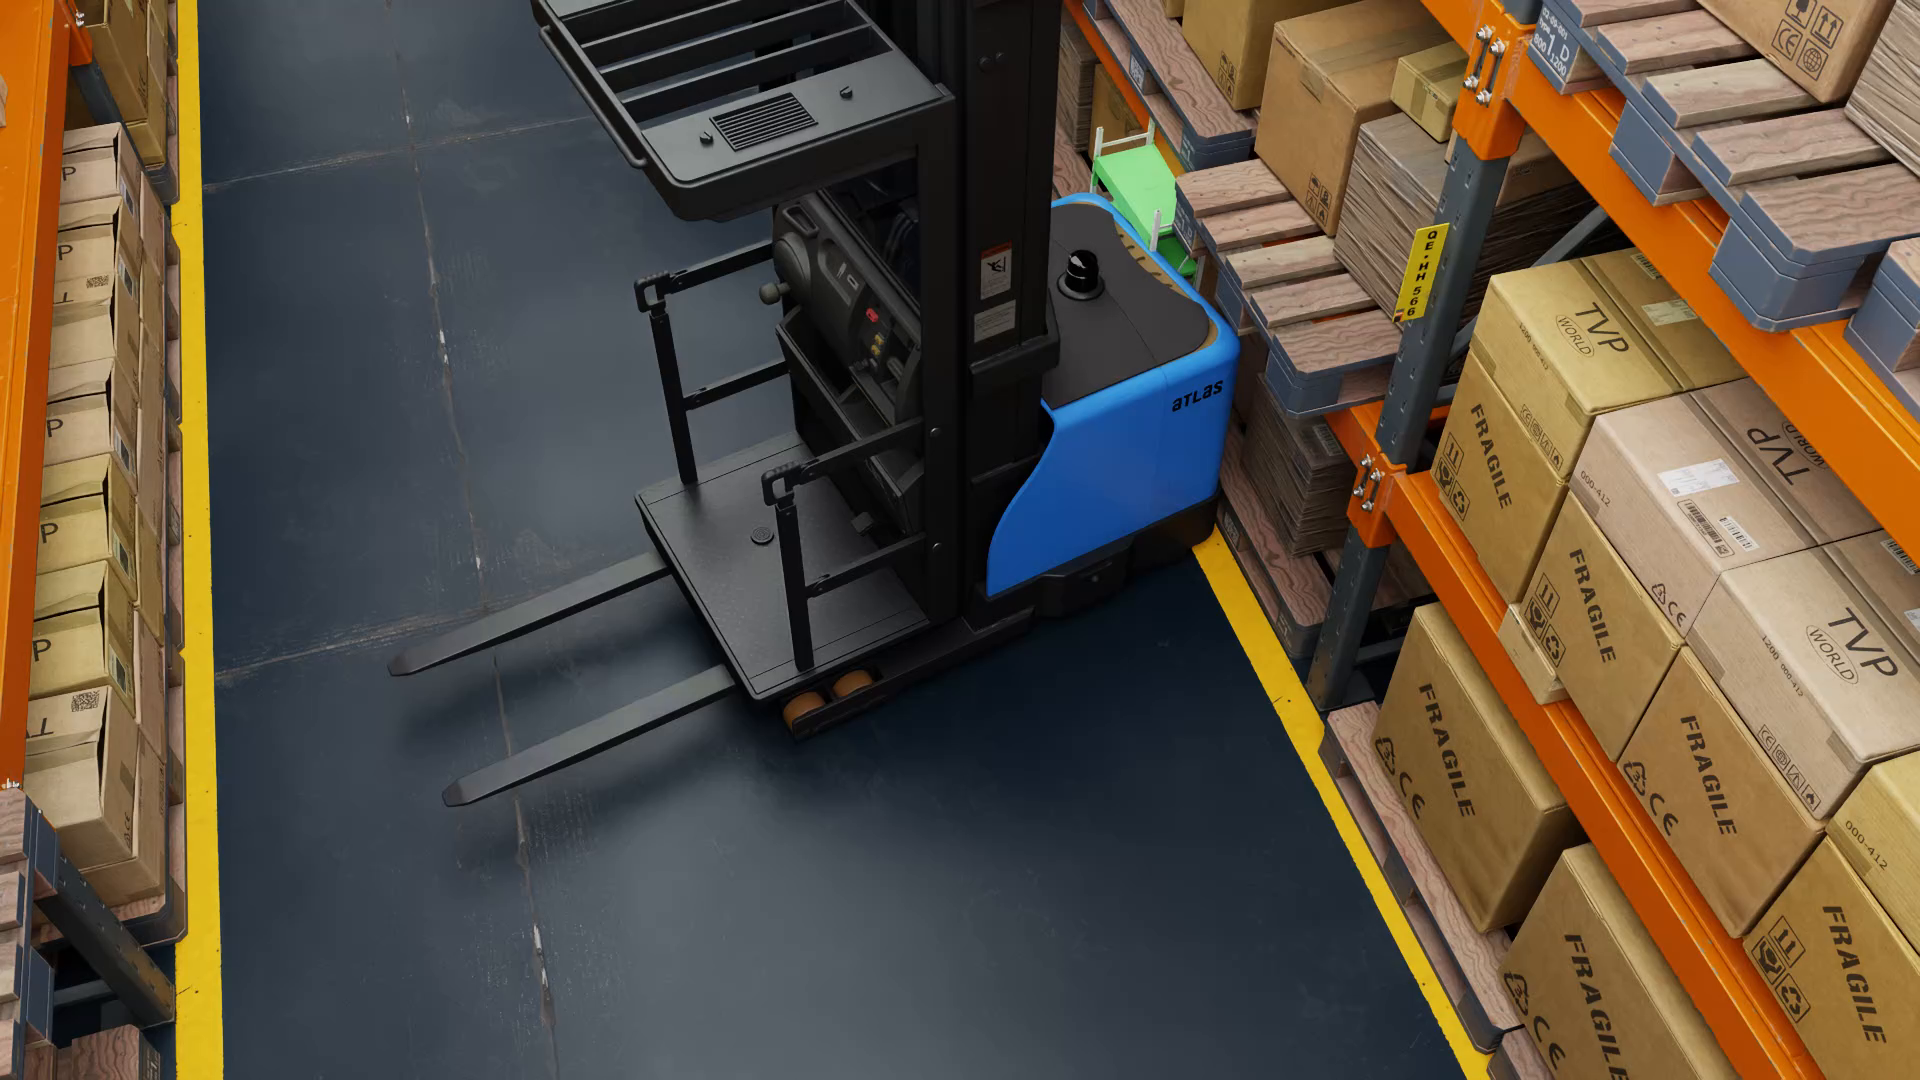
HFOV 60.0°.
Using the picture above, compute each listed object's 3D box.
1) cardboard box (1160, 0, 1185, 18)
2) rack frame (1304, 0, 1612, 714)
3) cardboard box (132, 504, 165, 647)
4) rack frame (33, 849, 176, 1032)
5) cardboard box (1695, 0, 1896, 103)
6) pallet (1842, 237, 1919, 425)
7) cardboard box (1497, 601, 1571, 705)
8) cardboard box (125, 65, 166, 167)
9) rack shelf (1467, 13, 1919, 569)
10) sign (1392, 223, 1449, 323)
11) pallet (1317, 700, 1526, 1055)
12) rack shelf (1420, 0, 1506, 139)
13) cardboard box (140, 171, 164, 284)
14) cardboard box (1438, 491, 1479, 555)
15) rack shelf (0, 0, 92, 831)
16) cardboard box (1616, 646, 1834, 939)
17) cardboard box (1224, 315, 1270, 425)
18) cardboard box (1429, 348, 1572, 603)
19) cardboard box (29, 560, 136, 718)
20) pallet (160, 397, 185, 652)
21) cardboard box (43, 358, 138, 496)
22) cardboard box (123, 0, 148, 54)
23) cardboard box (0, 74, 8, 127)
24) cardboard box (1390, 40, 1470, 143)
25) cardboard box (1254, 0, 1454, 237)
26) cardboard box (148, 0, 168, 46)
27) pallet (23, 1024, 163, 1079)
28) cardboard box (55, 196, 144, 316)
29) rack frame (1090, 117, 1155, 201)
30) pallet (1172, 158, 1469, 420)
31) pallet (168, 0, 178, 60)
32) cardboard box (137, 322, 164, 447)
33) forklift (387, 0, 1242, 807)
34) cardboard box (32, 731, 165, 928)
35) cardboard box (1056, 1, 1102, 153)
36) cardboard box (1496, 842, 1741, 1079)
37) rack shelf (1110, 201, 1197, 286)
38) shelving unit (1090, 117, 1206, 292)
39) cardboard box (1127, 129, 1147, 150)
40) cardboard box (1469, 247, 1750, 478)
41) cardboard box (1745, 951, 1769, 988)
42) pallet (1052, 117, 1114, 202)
[{"bbox_3d":[1.075,-2.330,6.189,0.700,0.500,0.500,-7,50,-6],"label":"cardboard box"},{"bbox_3d":[1.757,-0.498,4.997,1.000,3.000,0.127,-13,51,-11],"label":"rack frame"},{"bbox_3d":[-3.157,0.182,5.948,0.500,0.250,0.500,-15,51,-12],"label":"cardboard box"},{"bbox_3d":[-2.974,0.625,4.051,1.000,3.000,0.127,-13,51,-11],"label":"rack frame"},{"bbox_3d":[1.953,-1.304,3.362,0.700,0.500,0.500,-17,52,-14],"label":"cardboard box"},{"bbox_3d":[2.332,-0.129,2.848,1.003,0.211,1.213,-11,51,-9],"label":"pallet"},{"bbox_3d":[1.697,0.269,4.502,0.380,0.149,0.250,-12,51,-10],"label":"cardboard box"},{"bbox_3d":[-4.004,-1.953,7.748,0.500,0.250,0.500,-13,51,-11],"label":"cardboard box"},{"bbox_3d":[2.349,0.228,2.894,1.077,0.370,4.000,-13,51,-11],"label":"rack shelf"},{"bbox_3d":[1.242,-0.716,4.476,0.100,0.325,0.005,-13,51,-11],"label":"sign"},{"bbox_3d":[1.918,0.994,5.564,1.003,0.211,1.213,-13,51,-11],"label":"pallet"},{"bbox_3d":[1.166,-2.693,5.357,1.077,0.370,4.000,-13,51,-11],"label":"rack shelf"},{"bbox_3d":[-3.757,-1.308,7.204,0.500,0.250,0.500,-14,51,-11],"label":"cardboard box"},{"bbox_3d":[1.633,-0.130,4.839,0.380,0.149,0.250,-14,51,-12],"label":"cardboard box"},{"bbox_3d":[-3.565,-0.604,5.557,1.077,0.370,4.000,-13,51,-11],"label":"rack shelf"},{"bbox_3d":[1.948,0.528,3.860,0.500,0.500,0.500,-14,51,-11],"label":"cardboard box"},{"bbox_3d":[1.453,-0.750,6.557,0.700,0.500,0.500,-13,51,-11],"label":"cardboard box"},{"bbox_3d":[1.656,-0.220,4.490,0.500,0.500,0.500,-12,51,-10],"label":"cardboard box"},{"bbox_3d":[-3.012,0.365,5.427,0.500,0.311,0.500,-14,51,-12],"label":"cardboard box"},{"bbox_3d":[-3.537,0.024,6.381,1.003,0.211,1.213,-13,51,-11],"label":"pallet"},{"bbox_3d":[-3.313,-0.384,6.058,0.500,0.311,0.500,-14,51,-11],"label":"cardboard box"},{"bbox_3d":[-4.150,-2.560,7.769,0.500,0.500,0.500,-13,51,-11],"label":"cardboard box"},{"bbox_3d":[-3.721,-1.652,6.059,0.396,0.266,0.258,-14,51,-12],"label":"cardboard box"},{"bbox_3d":[1.517,-1.358,4.945,0.380,0.149,0.250,-21,53,-17],"label":"cardboard box"},{"bbox_3d":[1.417,-1.415,5.417,0.700,0.500,0.500,-18,52,-14],"label":"cardboard box"},{"bbox_3d":[-4.290,-2.685,8.365,0.500,0.250,0.500,-13,51,-11],"label":"cardboard box"},{"bbox_3d":[-2.789,2.078,4.650,1.003,0.211,1.213,-13,51,-11],"label":"pallet"},{"bbox_3d":[-3.603,-1.117,6.676,0.500,0.311,0.500,-12,51,-10],"label":"cardboard box"},{"bbox_3d":[0.604,-1.184,6.653,0.240,1.200,0.015,-17,54,-15],"label":"rack frame"},{"bbox_3d":[1.445,-0.932,5.489,1.213,0.211,1.003,-13,51,-11],"label":"pallet"},{"bbox_3d":[-4.716,-2.881,8.830,1.003,0.211,1.213,-13,51,-11],"label":"pallet"},{"bbox_3d":[-3.458,-0.565,6.578,0.500,0.250,0.500,-12,51,-10],"label":"cardboard box"},{"bbox_3d":[-0.545,-0.709,5.220,3.031,2.935,1.130,-23,54,-19],"label":"forklift"},{"bbox_3d":[-2.848,0.927,5.320,0.500,0.250,0.500,-13,51,-11],"label":"cardboard box"},{"bbox_3d":[0.808,-2.221,7.798,0.700,0.500,0.500,-12,51,-10],"label":"cardboard box"},{"bbox_3d":[2.102,1.268,4.640,0.750,0.750,0.750,-14,51,-11],"label":"cardboard box"},{"bbox_3d":[0.700,-1.112,6.377,0.258,0.148,0.480,-17,54,-15],"label":"rack shelf"},{"bbox_3d":[0.696,-1.004,6.516,0.258,1.200,0.503,-17,54,-15],"label":"shelving unit"},{"bbox_3d":[1.121,-1.474,7.167,0.700,0.500,0.500,-13,51,-11],"label":"cardboard box"},{"bbox_3d":[1.654,-0.463,4.205,0.500,0.250,0.500,-12,51,-10],"label":"cardboard box"},{"bbox_3d":[2.097,0.988,3.896,0.380,0.149,0.250,-13,51,-11],"label":"cardboard box"},{"bbox_3d":[0.806,-1.952,8.047,1.003,0.211,1.213,-13,51,-11],"label":"pallet"}]
